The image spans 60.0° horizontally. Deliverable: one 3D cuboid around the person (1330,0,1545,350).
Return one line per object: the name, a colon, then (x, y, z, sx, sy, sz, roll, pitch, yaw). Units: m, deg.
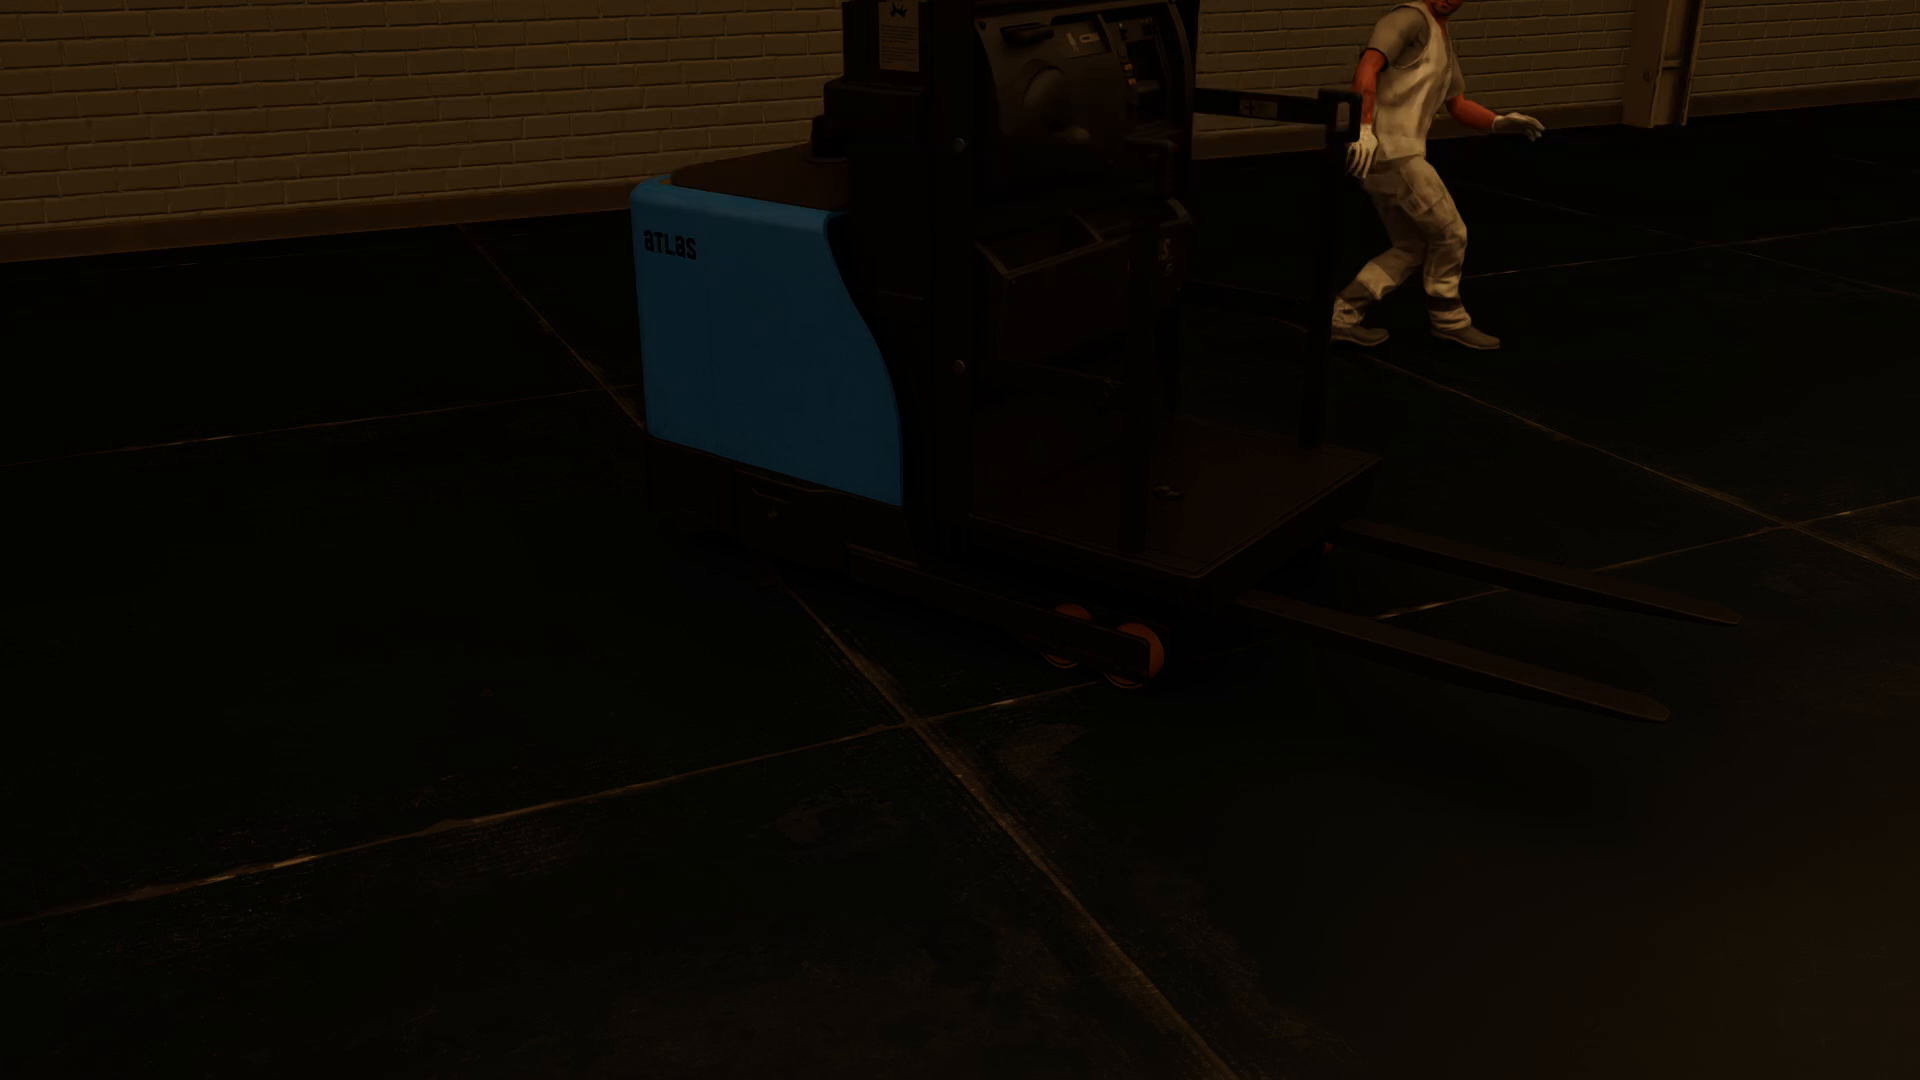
person: (1.910, -1.522, 6.658, 0.816, 1.636, 0.803, 5, 23, 12)

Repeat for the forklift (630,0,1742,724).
forklift: (0.508, -1.207, 4.192, 3.031, 2.935, 1.130, 16, 27, 34)
